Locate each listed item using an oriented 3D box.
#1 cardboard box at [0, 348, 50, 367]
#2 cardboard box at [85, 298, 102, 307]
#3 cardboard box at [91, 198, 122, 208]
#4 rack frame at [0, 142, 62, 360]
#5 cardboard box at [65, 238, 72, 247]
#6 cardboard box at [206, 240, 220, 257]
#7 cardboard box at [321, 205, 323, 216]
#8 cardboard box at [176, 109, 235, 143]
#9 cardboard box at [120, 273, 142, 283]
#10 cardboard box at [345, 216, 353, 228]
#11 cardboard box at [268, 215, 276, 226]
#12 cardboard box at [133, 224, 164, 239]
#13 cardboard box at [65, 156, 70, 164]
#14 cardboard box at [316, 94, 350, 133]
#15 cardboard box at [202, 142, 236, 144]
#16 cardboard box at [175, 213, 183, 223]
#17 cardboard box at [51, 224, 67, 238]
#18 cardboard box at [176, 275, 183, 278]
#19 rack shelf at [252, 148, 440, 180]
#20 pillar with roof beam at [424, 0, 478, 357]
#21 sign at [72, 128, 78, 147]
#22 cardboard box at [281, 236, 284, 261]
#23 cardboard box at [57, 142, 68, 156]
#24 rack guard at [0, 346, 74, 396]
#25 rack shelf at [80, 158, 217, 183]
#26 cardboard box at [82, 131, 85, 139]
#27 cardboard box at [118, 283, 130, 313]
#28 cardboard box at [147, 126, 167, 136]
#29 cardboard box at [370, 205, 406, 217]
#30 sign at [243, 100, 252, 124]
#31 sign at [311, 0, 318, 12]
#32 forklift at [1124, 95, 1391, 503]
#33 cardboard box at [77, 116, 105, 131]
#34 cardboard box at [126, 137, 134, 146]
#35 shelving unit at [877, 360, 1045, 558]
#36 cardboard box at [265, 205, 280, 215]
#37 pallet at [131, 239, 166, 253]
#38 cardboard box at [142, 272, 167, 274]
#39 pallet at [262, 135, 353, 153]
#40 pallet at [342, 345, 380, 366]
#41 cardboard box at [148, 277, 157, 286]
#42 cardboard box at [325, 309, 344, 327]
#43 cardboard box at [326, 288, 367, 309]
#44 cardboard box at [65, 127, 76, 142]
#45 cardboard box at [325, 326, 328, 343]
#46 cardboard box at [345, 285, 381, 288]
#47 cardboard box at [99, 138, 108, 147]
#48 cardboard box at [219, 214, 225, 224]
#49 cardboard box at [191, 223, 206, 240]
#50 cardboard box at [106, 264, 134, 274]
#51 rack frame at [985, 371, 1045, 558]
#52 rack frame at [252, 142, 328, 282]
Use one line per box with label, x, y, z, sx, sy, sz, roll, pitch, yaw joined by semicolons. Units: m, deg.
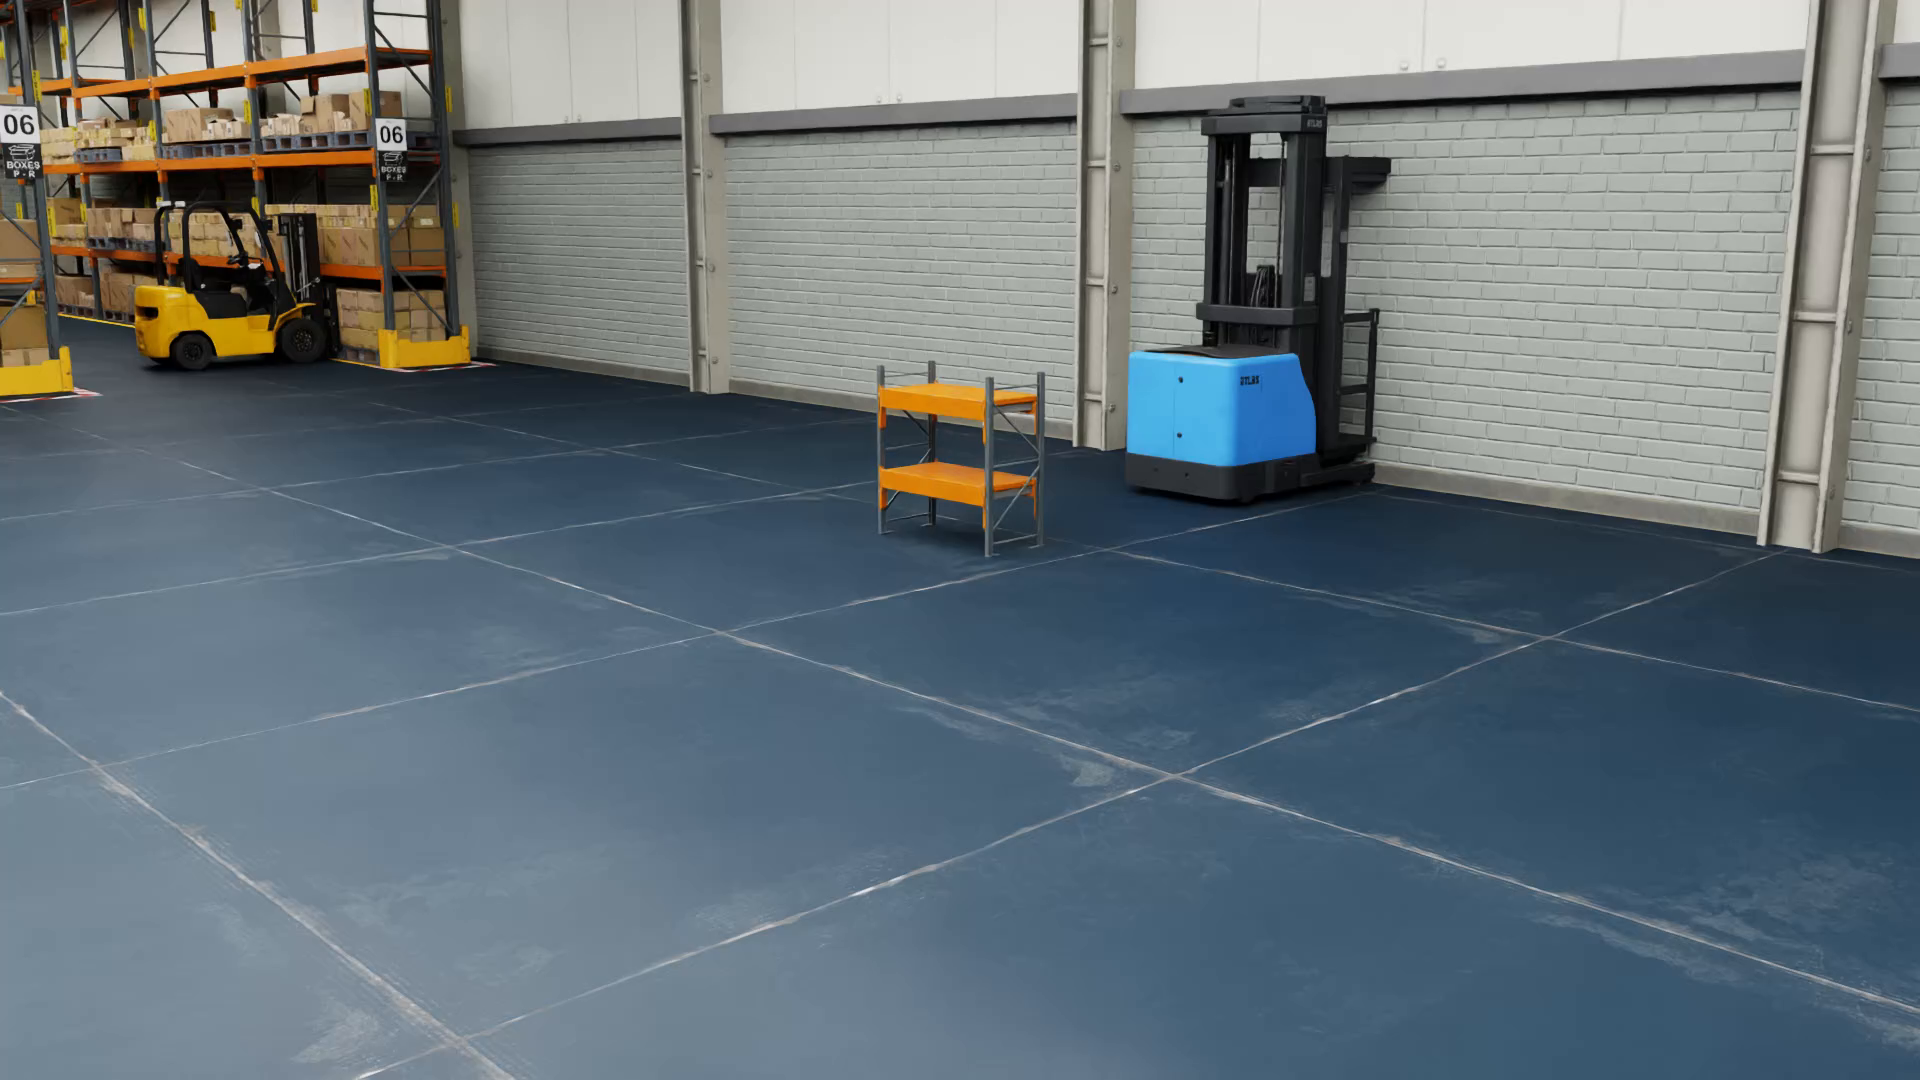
cardboard box;-11.142;-2.155;19.714;0.500;0.250;0.500;-11;16;-43
cardboard box;-16.081;-4.434;31.022;0.250;0.149;0.380;11;16;43
cardboard box;-16.320;-6.278;31.725;0.500;0.500;0.500;11;16;44
rack frame;-10.785;-3.140;18.720;1.000;3.000;0.127;-11;16;-43
cardboard box;-16.638;-5.617;31.364;0.380;0.149;0.250;-11;16;-43
cardboard box;-11.531;-4.604;26.194;0.500;0.250;0.500;-10;15;-41
cardboard box;-8.661;-4.591;23.168;0.380;0.149;0.250;-11;16;-42
cardboard box;-11.977;-6.573;26.414;0.700;0.500;0.500;-11;16;-44
cardboard box;-14.797;-4.690;29.788;0.380;0.149;0.250;-11;16;-44
cardboard box;-8.135;-4.328;22.630;0.380;0.149;0.250;-11;16;-43
cardboard box;-9.930;-4.700;24.434;0.380;0.149;0.250;-11;16;-43
cardboard box;-13.685;-5.241;28.248;0.500;0.250;0.500;11;16;42
cardboard box;-16.292;-7.018;30.730;0.380;0.149;0.250;-10;15;-41
cardboard box;-8.314;-5.799;22.657;0.700;0.500;0.500;-11;16;-42
cardboard box;-12.036;-6.580;27.067;0.500;0.250;0.500;-11;16;-43
cardboard box;-12.530;-5.240;27.058;0.380;0.149;0.250;-10;16;-41
cardboard box;-17.059;-5.917;31.834;0.500;0.250;0.500;11;16;44
cardboard box;-13.586;-4.570;29.207;0.380;0.149;0.250;-11;16;-44
rack shelf;-8.578;-5.241;23.267;1.077;0.370;4.000;-11;16;-43
pillar with roof beam;-10.140;-6.398;19.666;9.100;9.000;0.400;-11;16;-43
sign;-15.871;-7.229;29.853;0.100;0.325;0.005;-11;16;-43
cardboard box;-9.470;-4.290;24.055;0.500;0.500;0.500;-11;16;-42
cardboard box;-16.365;-7.235;30.796;0.500;0.250;0.500;11;16;43
rack guard;-10.837;-1.927;19.026;1.175;0.500;0.348;-11;16;-43
rack shelf;-14.103;-6.409;28.934;1.077;0.370;4.000;-11;16;-43
cardboard box;-15.360;-7.197;29.572;0.380;0.149;0.250;-11;16;-42
cardboard box;-14.597;-4.313;29.568;0.500;0.500;0.500;11;16;43
cardboard box;-13.173;-6.746;27.433;0.380;0.149;0.250;-10;15;-41
cardboard box;-7.597;-4.368;22.086;0.380;0.149;0.250;-11;16;-42
sign;-10.345;-6.216;24.153;0.100;0.325;0.005;-11;16;-43
sign;-9.541;-7.963;24.556;0.100;0.325;0.005;-11;16;-43
forklift;2.678;-1.930;13.017;3.031;2.935;1.130;-10;16;-41
cardboard box;-15.529;-7.441;29.729;0.396;0.266;0.258;-11;16;-43
cardboard box;-14.010;-6.801;28.437;0.380;0.149;0.250;-10;15;-41
shelving unit;-0.005;-0.552;10.803;0.538;1.125;1.048;-11;16;-43
cardboard box;-9.954;-4.841;24.381;0.380;0.149;0.250;-10;16;-41
pallet;-13.241;-4.995;28.199;1.213;0.211;1.003;-11;16;-43
cardboard box;-14.662;-4.797;30.310;0.380;0.149;0.250;-11;16;-42
pallet;-9.352;-5.721;24.033;1.003;0.211;1.213;-11;16;-43
pallet;-7.756;-2.573;22.875;1.003;0.211;1.213;-11;16;-43
cardboard box;-13.756;-4.461;28.676;0.380;0.149;0.250;-10;15;-41
cardboard box;-8.470;-3.111;23.112;0.500;0.250;0.500;-11;16;-44
cardboard box;-8.453;-3.351;23.038;0.500;0.250;0.500;-11;16;-42
cardboard box;-16.007;-7.410;30.407;0.500;0.250;0.500;-11;16;-42
cardboard box;-8.801;-2.937;23.506;0.500;0.250;0.500;-10;15;-41
cardboard box;-8.426;-3.500;23.763;0.500;0.250;0.500;-11;16;-44
cardboard box;-14.690;-6.898;28.862;0.380;0.149;0.250;-10;16;-41
cardboard box;-11.260;-4.984;25.815;0.380;0.149;0.250;-11;16;-42
cardboard box;-11.899;-4.920;26.494;0.500;0.250;0.500;11;16;44
cardboard box;-15.215;-4.908;30.109;0.250;0.149;0.380;11;16;42
rack frame;0.346;-0.478;10.443;0.500;1.125;0.032;-11;16;-43
rack frame;-9.960;-4.416;24.913;1.000;3.000;0.127;-11;16;-43
